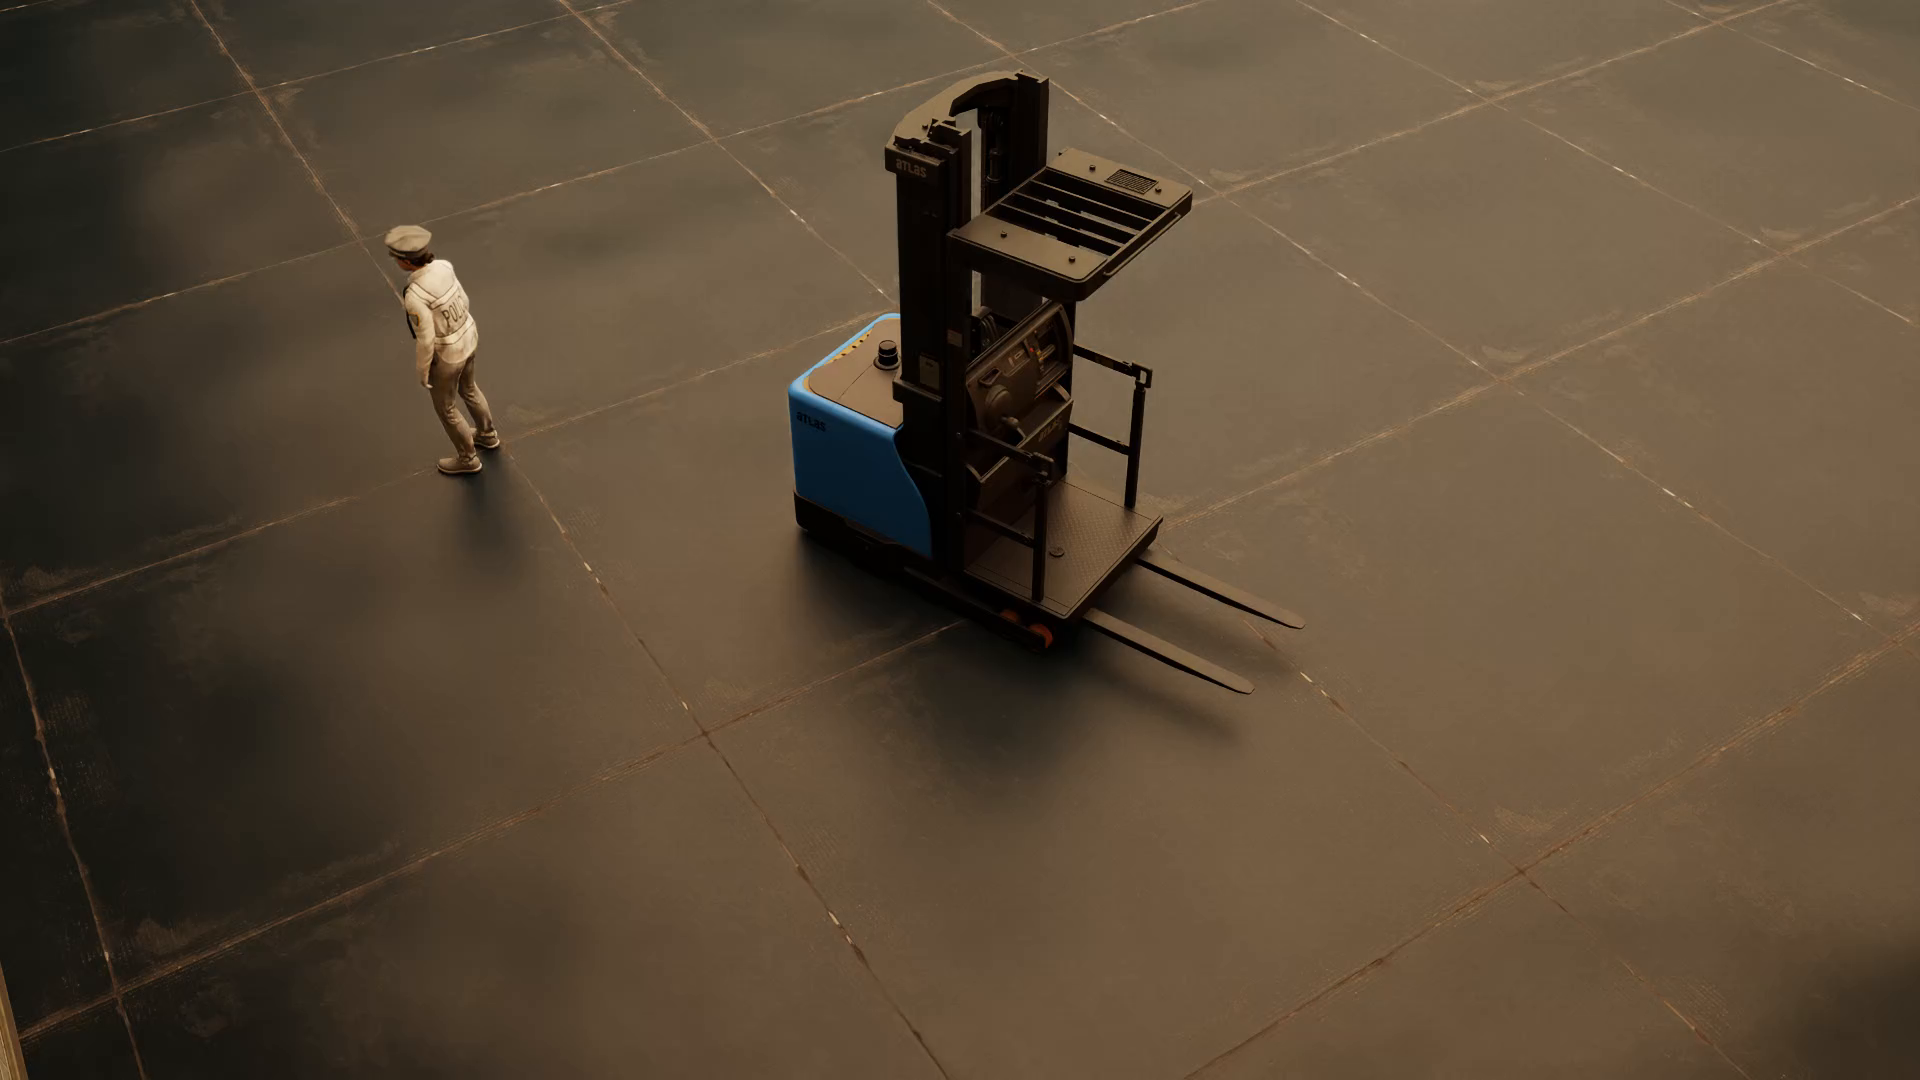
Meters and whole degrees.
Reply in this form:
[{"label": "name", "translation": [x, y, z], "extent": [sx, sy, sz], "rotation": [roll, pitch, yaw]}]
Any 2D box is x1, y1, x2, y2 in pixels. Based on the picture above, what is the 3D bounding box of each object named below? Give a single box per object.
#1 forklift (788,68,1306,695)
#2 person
[{"label": "forklift", "translation": [0.496, -0.872, 8.869], "extent": [3.031, 2.935, 1.130], "rotation": [25, 47, 26]}, {"label": "person", "translation": [-3.140, -1.147, 10.148], "extent": [0.374, 1.663, 0.529], "rotation": [10, 42, 12]}]
